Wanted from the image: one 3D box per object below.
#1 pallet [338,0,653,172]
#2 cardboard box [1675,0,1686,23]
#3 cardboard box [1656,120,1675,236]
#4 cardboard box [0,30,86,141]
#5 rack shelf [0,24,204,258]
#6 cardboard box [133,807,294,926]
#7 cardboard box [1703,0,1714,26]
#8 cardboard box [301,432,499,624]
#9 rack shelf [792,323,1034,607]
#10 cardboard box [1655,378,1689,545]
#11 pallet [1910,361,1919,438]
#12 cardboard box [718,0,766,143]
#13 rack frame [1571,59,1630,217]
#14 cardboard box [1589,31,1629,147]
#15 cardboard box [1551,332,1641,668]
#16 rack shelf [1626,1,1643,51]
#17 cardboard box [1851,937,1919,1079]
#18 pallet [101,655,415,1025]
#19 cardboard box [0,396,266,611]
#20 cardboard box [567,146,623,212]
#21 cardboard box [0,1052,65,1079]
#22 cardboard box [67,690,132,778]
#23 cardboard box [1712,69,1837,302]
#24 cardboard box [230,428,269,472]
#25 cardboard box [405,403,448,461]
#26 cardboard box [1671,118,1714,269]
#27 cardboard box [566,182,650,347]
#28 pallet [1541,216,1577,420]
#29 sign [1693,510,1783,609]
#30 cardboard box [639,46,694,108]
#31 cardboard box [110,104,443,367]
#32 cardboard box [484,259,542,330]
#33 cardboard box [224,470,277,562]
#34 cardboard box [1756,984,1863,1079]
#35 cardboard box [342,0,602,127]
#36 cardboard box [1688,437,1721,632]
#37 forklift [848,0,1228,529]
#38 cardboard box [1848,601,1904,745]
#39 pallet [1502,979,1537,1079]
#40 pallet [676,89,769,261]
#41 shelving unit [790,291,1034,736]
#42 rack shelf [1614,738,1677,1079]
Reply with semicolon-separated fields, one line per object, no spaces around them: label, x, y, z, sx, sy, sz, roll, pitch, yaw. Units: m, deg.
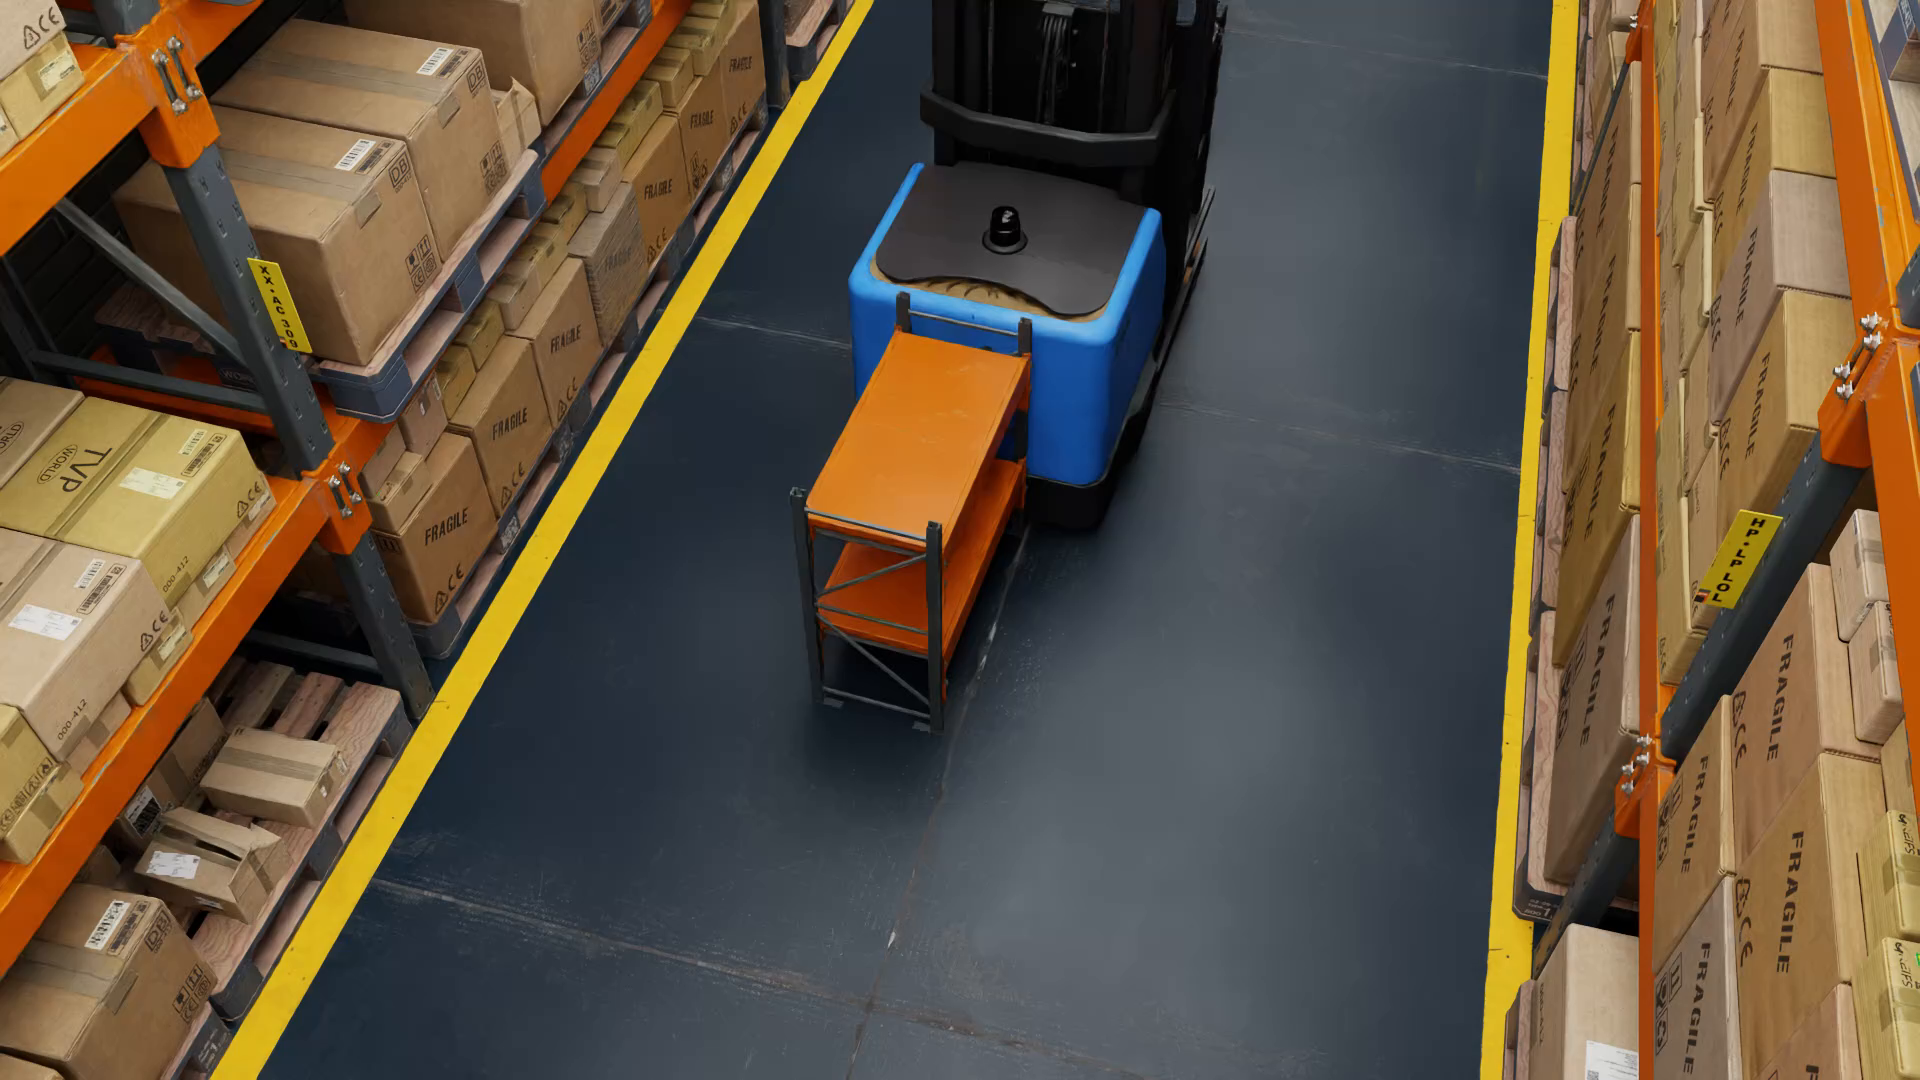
pallet;-1.891;-1.893;6.467;1.003;0.211;1.213;12;50;10
cardboard box;3.034;-2.185;6.363;0.500;0.250;0.500;11;50;10
cardboard box;2.773;-1.280;5.898;0.500;0.250;0.500;13;50;11
cardboard box;-2.246;-1.062;3.772;0.380;0.149;0.250;11;50;10
rack shelf;-2.963;0.221;2.952;1.077;0.370;4.000;12;50;10
cardboard box;-2.394;1.014;5.316;0.396;0.266;0.258;13;50;11
cardboard box;2.919;-2.082;5.772;0.500;0.500;0.500;12;50;10
cardboard box;-2.092;-0.088;6.133;0.500;0.500;0.500;14;50;12
rack shelf;-0.143;-0.284;5.779;0.538;0.278;1.000;14;50;12
cardboard box;2.363;-0.187;4.933;0.500;0.250;0.500;11;49;10
pallet;2.128;0.133;2.610;1.003;0.211;1.213;12;50;10
cardboard box;-1.288;-2.327;8.109;0.500;0.500;0.500;13;50;11
rack frame;3.406;-2.387;6.775;1.000;3.000;0.127;12;50;10
cardboard box;3.564;-2.063;7.962;0.950;0.372;0.625;9;49;7
cardboard box;2.669;-0.049;5.848;0.875;0.875;0.875;13;50;11
rack shelf;3.932;-3.596;8.321;1.077;0.370;4.000;12;50;10
cardboard box;1.719;0.841;2.760;0.380;0.149;0.250;10;49;9
pallet;-2.618;0.949;5.691;1.003;0.211;1.213;12;50;10
cardboard box;-2.335;-0.103;4.661;0.500;0.250;0.500;13;50;11
cardboard box;-1.645;-1.530;6.973;0.380;0.149;0.250;9;49;8
cardboard box;-2.739;1.714;4.543;0.500;0.500;0.500;12;50;11
cardboard box;-2.465;0.463;4.427;0.380;0.149;0.250;13;50;11
cardboard box;2.510;-0.969;4.790;0.500;0.500;0.500;13;50;11
cardboard box;-2.618;-0.320;5.905;0.380;0.149;0.250;10;49;9
cardboard box;-2.087;-0.420;5.993;0.380;0.149;0.250;10;49;9
cardboard box;2.608;-1.089;5.396;0.500;0.250;0.500;12;50;11
cardboard box;-1.683;-1.209;7.122;0.500;0.500;0.500;10;49;9
pallet;3.126;-0.909;7.330;1.003;0.211;1.213;12;50;10
sign;1.827;0.049;3.905;0.100;0.325;0.005;12;50;10
cardboard box;-1.423;-2.098;7.474;0.380;0.149;0.250;10;49;9
cardboard box;-2.093;-0.948;5.158;0.700;0.500;0.500;13;50;11
cardboard box;-1.870;-0.982;6.489;0.380;0.149;0.250;11;50;10
cardboard box;-2.277;-0.107;4.930;0.380;0.149;0.250;12;50;11
cardboard box;1.709;1.171;2.901;0.500;0.500;0.500;12;50;11
cardboard box;-1.750;-1.891;5.990;0.700;0.500;0.500;11;50;10
cardboard box;2.235;0.024;4.414;0.500;0.250;0.500;12;50;10
forklift;0.512;-2.147;6.609;1.130;2.935;3.031;14;50;12
cardboard box;1.968;0.293;3.243;0.380;0.149;0.250;12;50;11
pallet;2.078;1.964;4.795;1.003;0.211;1.213;12;50;10
pallet;-1.617;-1.909;8.213;1.003;0.211;1.213;12;50;10
shelving unit;-0.143;-0.090;5.998;0.538;1.125;1.048;14;50;12
rack shelf;1.827;2.191;3.214;1.077;0.370;4.000;12;50;10
